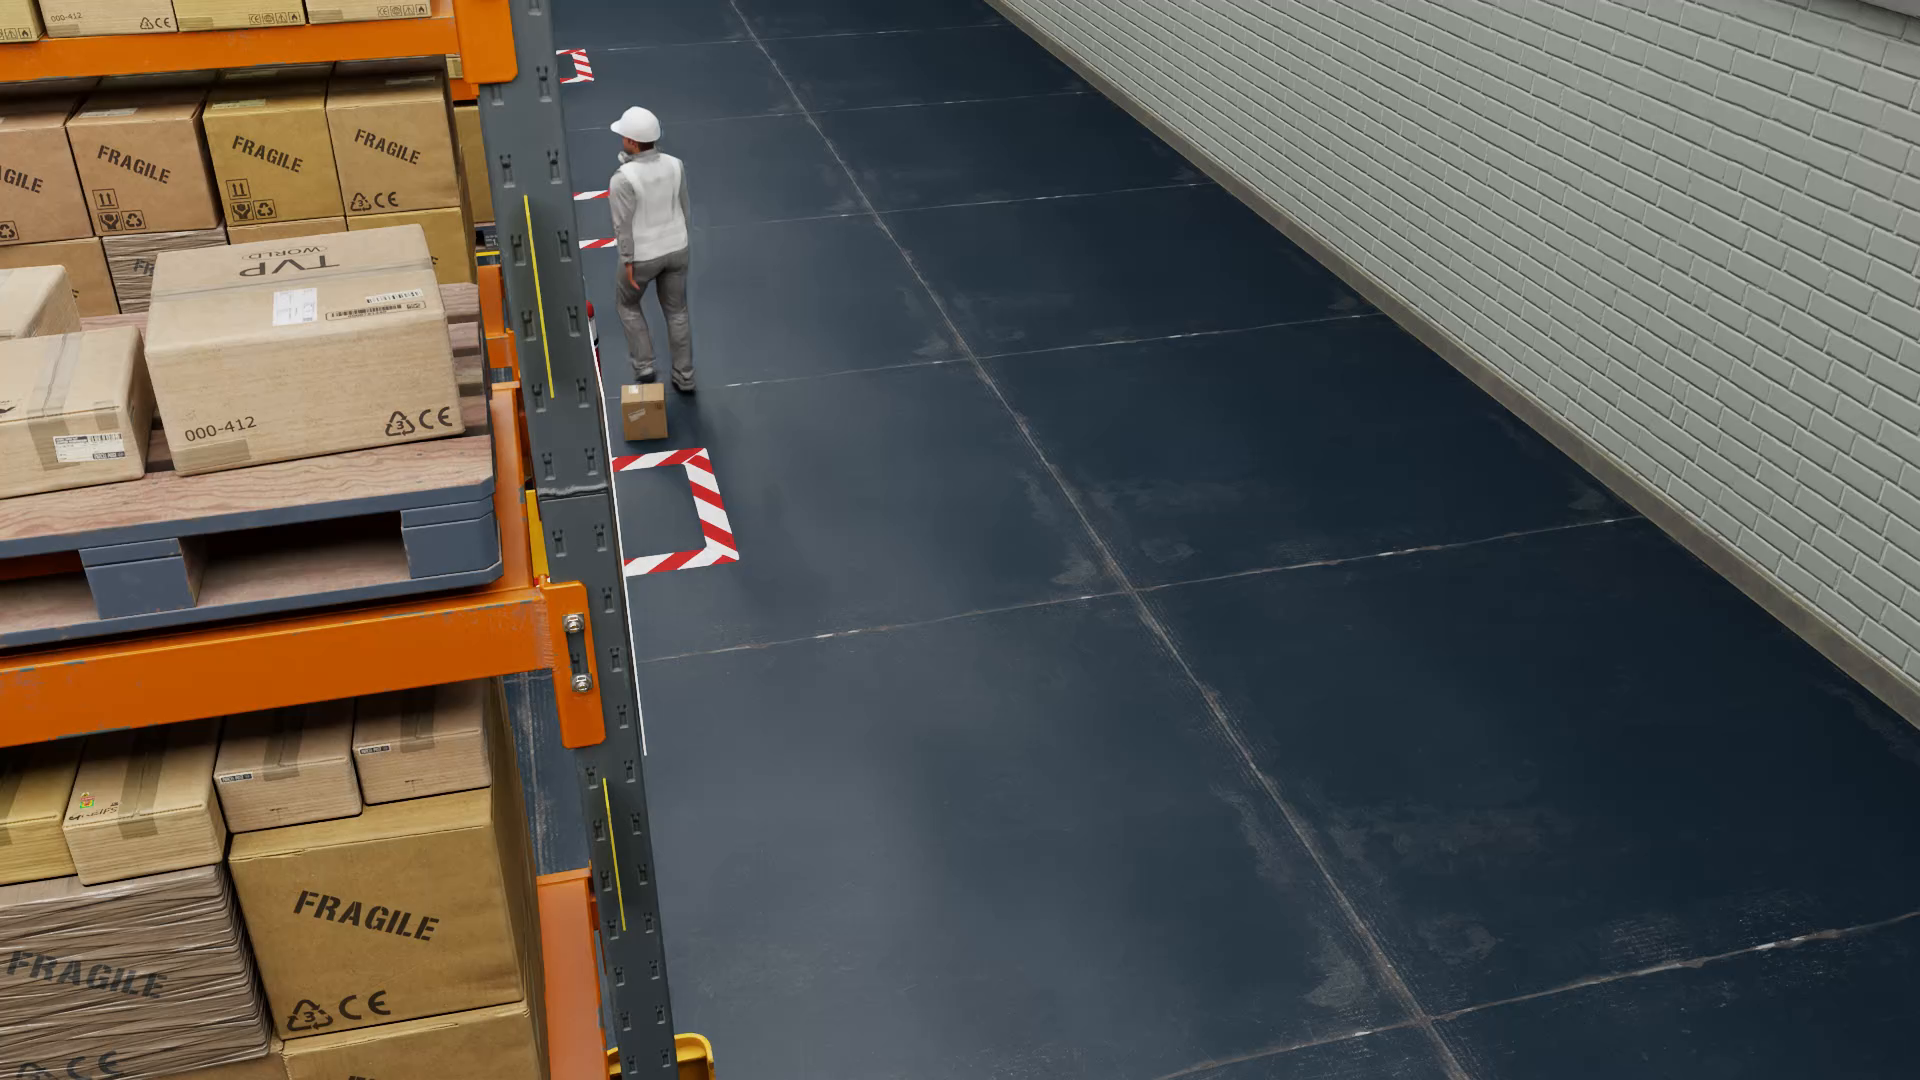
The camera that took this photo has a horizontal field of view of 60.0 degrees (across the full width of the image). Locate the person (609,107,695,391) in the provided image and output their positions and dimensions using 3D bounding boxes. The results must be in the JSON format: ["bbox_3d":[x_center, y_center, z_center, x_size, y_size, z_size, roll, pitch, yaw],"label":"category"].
[{"bbox_3d":[-1.876,-1.735,10.142,0.575,1.842,0.555,-20,36,-31],"label":"person"}]
